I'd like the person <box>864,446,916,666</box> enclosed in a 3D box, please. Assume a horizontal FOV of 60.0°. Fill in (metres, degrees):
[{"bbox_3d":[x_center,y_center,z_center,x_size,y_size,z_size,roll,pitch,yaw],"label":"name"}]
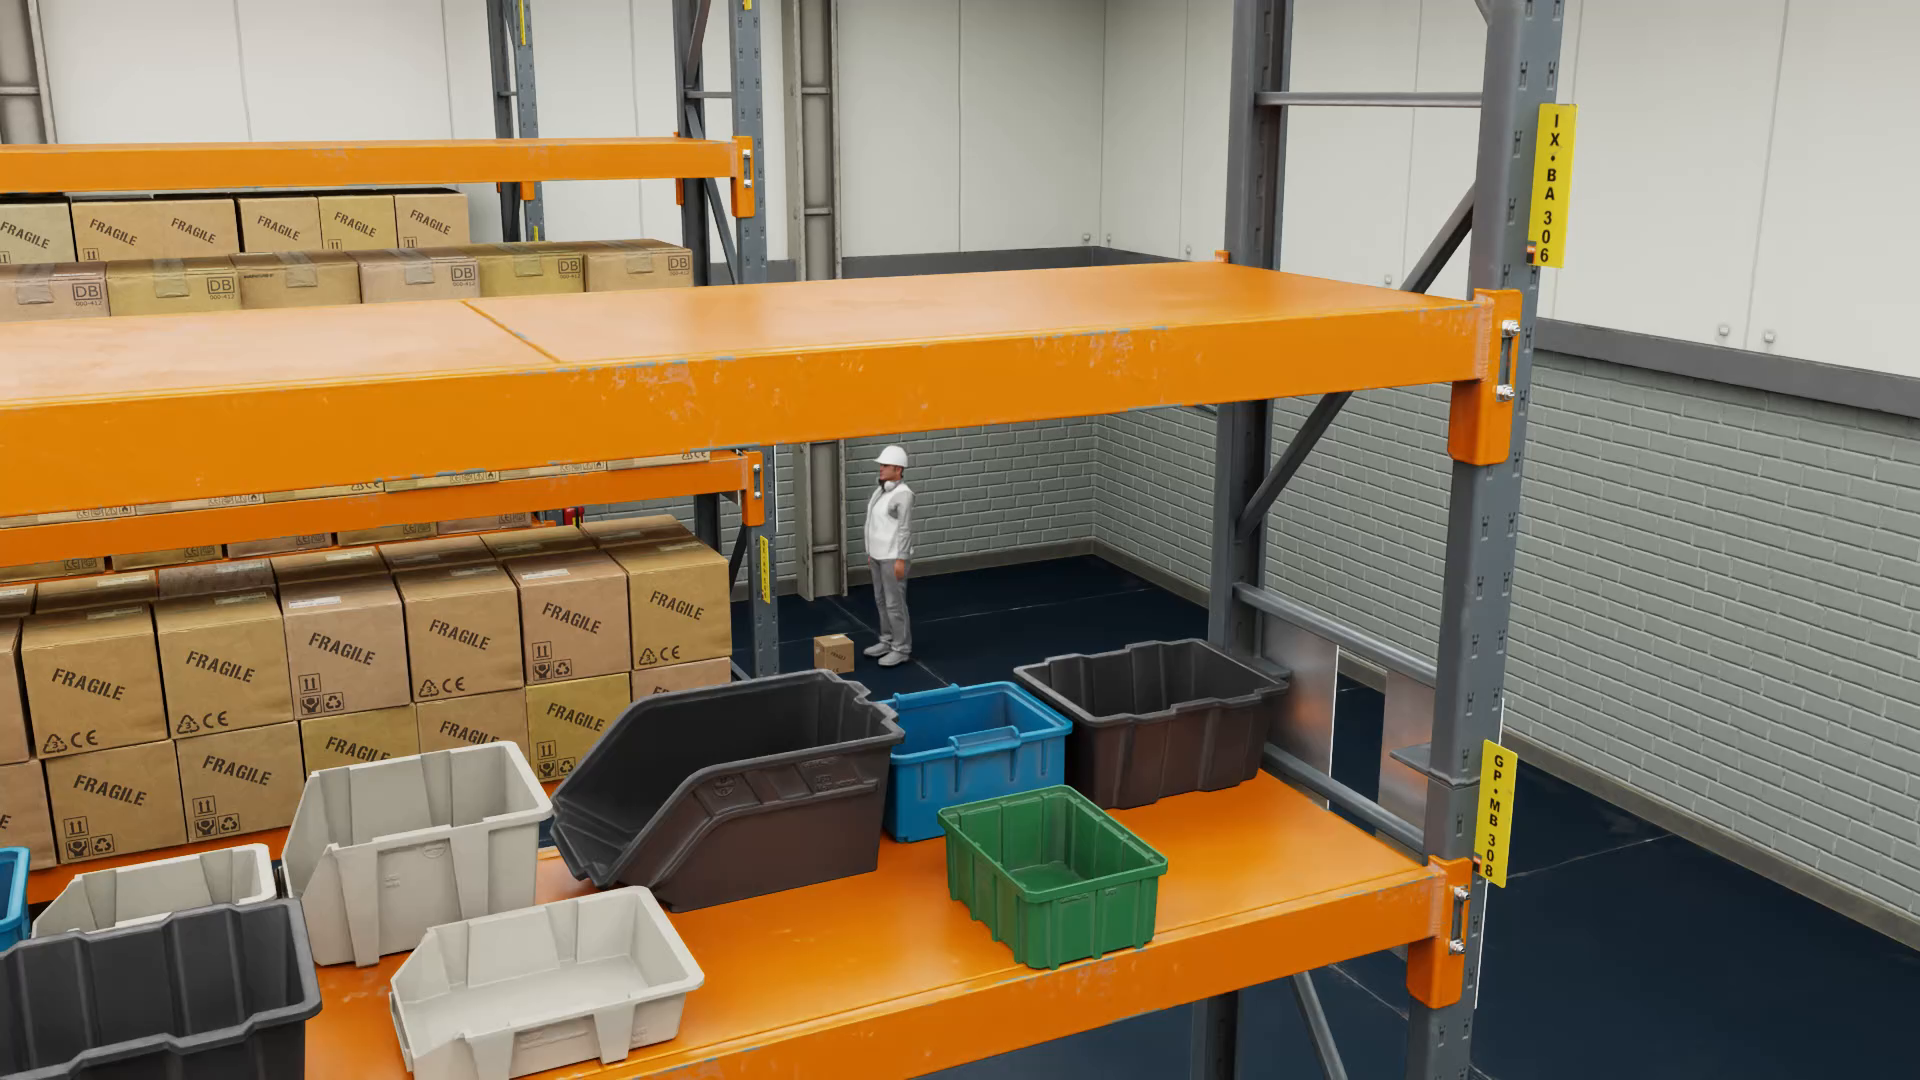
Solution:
[{"bbox_3d":[-0.574,0.121,13.451,0.356,1.772,0.532,-7,17,-24],"label":"person"}]
